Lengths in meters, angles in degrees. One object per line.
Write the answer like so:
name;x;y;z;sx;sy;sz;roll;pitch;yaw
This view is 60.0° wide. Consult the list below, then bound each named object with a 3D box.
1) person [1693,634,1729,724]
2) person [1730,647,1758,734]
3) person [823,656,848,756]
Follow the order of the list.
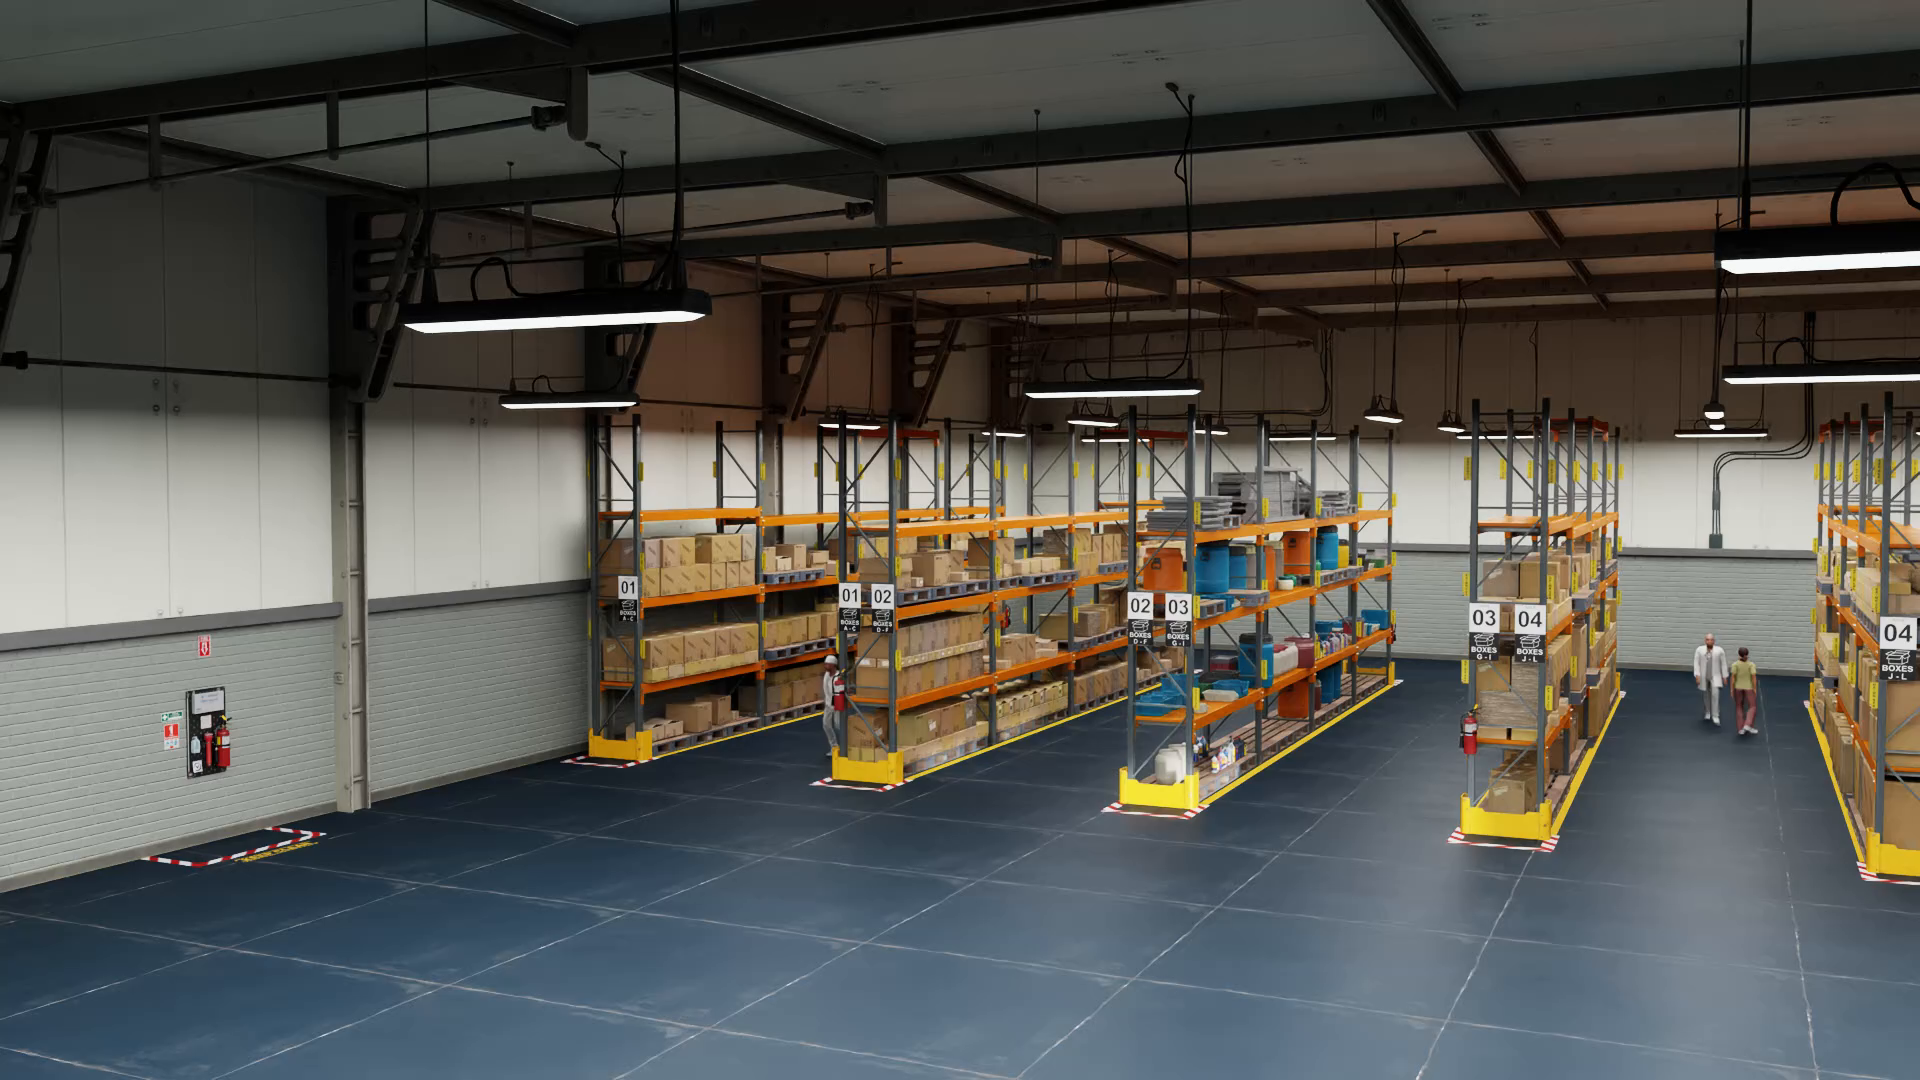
person;14.940;2.740;33.126;0.629;1.736;0.978;2;3;33
person;14.922;2.879;31.637;0.494;1.654;0.534;1;3;26
person;-2.158;2.918;29.453;0.605;1.751;0.691;2;3;43
